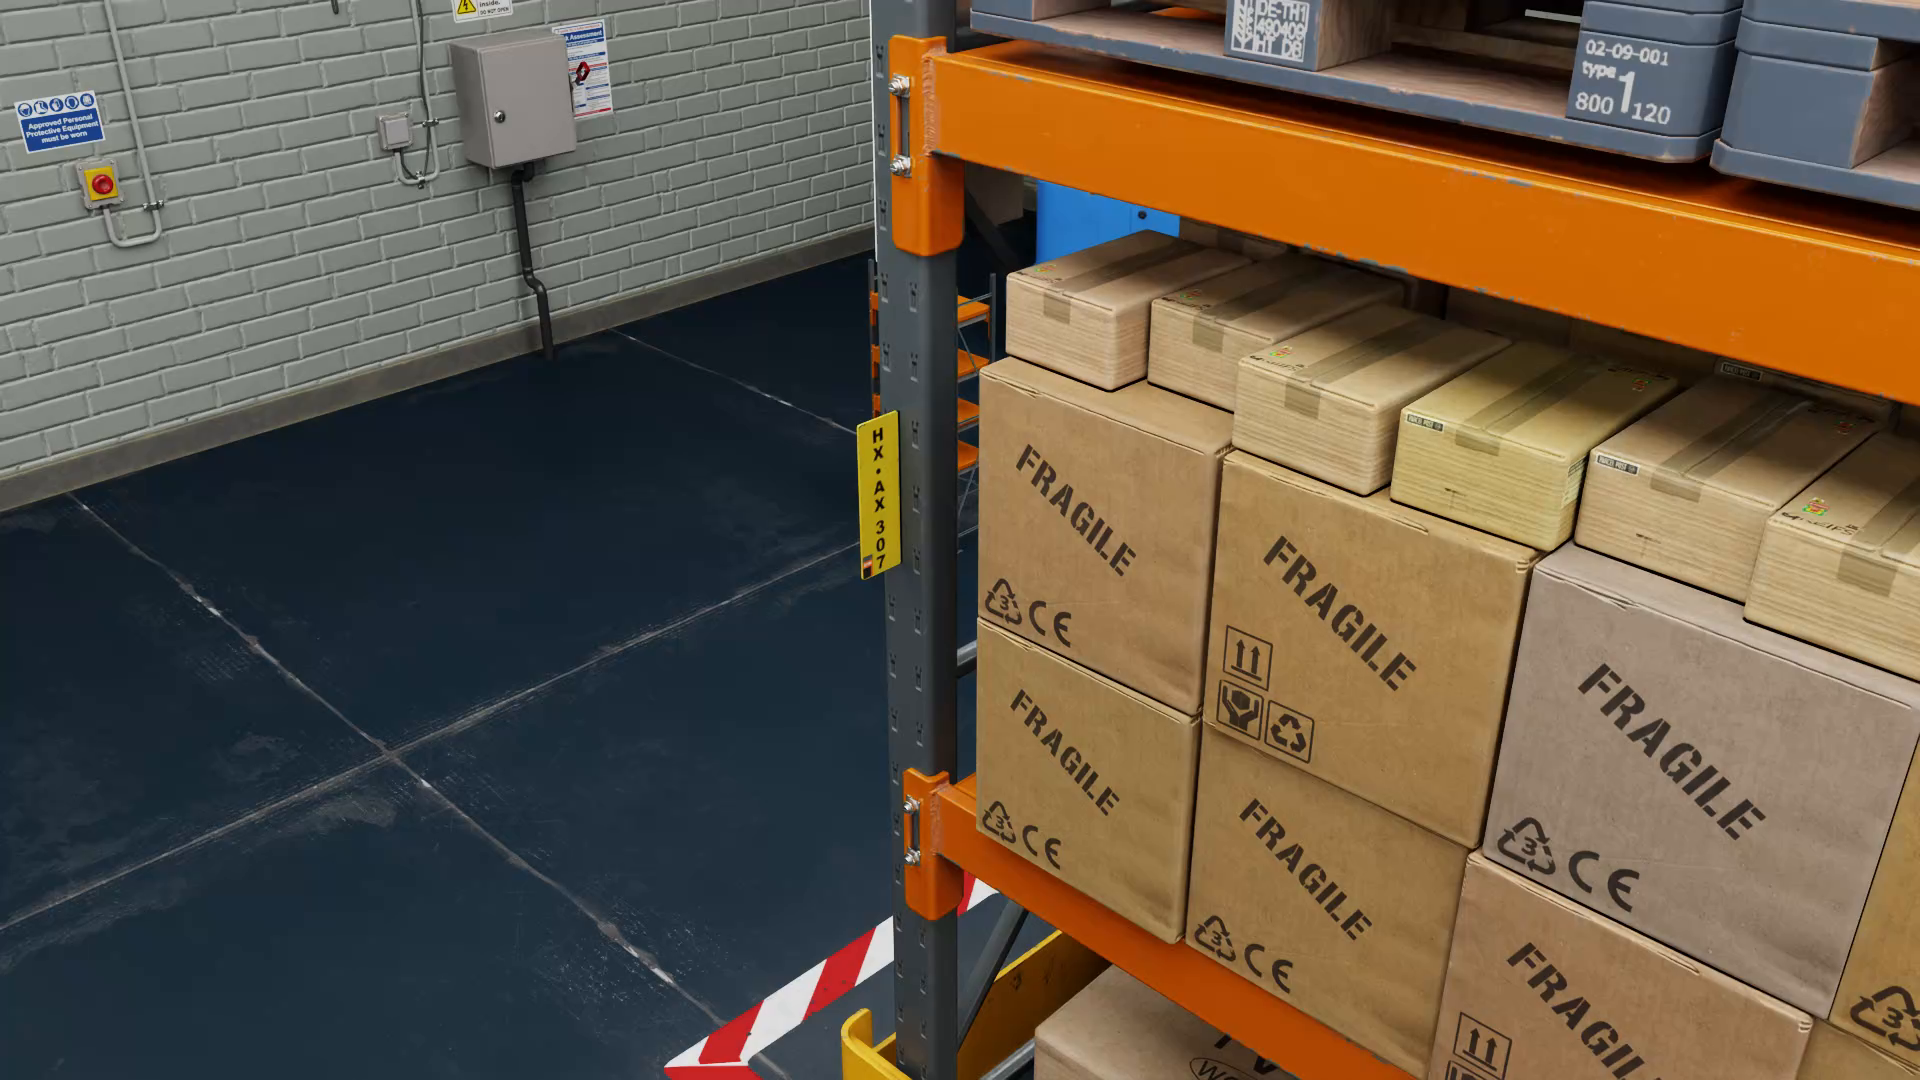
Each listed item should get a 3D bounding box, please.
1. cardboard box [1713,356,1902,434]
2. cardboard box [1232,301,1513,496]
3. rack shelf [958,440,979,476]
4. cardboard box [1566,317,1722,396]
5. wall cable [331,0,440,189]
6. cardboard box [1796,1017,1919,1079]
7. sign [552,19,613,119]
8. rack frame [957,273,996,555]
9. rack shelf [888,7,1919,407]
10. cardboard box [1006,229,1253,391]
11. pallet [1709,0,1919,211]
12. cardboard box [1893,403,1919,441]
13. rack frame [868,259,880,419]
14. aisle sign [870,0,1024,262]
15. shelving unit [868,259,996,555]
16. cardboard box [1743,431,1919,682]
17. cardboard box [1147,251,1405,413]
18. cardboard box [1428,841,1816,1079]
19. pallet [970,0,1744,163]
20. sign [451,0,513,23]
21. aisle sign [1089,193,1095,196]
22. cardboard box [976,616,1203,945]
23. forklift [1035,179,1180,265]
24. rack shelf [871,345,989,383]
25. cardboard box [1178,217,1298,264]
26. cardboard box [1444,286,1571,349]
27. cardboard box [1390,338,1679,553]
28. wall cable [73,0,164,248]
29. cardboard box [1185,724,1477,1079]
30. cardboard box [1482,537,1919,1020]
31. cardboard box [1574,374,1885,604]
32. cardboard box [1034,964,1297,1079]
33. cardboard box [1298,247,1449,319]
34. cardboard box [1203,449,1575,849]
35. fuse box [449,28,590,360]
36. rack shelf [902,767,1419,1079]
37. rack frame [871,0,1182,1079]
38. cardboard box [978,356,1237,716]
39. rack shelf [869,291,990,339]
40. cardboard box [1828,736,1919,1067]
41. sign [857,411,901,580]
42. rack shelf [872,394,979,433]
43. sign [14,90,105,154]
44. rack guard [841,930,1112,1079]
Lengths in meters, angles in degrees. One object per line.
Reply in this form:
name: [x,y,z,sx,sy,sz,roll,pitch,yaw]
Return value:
cardboard box: [1.365,-0.234,2.594,0.250,0.149,0.380,24,36,38]
cardboard box: [0.641,-0.228,2.582,0.380,0.149,0.250,-24,36,-38]
rack shelf: [-0.118,-0.350,7.197,0.480,0.148,0.258,25,36,38]
cardboard box: [1.228,-0.343,2.801,0.380,0.149,0.250,-24,36,-38]
wall cable: [-2.811,-2.603,7.886,0.122,1.984,0.588,25,36,38]
cardboard box: [1.480,0.847,2.310,0.500,0.500,0.500,-24,36,-38]
sign: [-2.022,-2.518,8.917,0.001,0.494,0.329,25,36,38]
rack frame: [0.056,-0.505,6.922,0.015,1.200,0.240,25,36,38]
rack shelf: [1.666,-0.203,1.964,4.000,0.370,1.077,25,36,38]
cardboard box: [0.299,-0.413,2.934,0.380,0.149,0.250,-24,36,-38]
pallet: [1.650,-0.498,1.847,1.213,0.211,1.003,25,36,38]
cardboard box: [1.584,-0.172,2.475,0.380,0.149,0.250,-24,36,-38]
rack frame: [-0.292,-0.665,7.225,0.015,1.200,0.240,25,36,38]
aisle sign: [-0.015,-0.925,2.992,0.004,0.787,0.394,25,36,38]
shelving unit: [-0.118,-0.585,7.073,0.503,1.200,0.258,25,36,38]
cardboard box: [1.214,0.015,2.119,0.380,0.149,0.250,-25,37,-39]
cardboard box: [0.536,-0.351,2.816,0.380,0.149,0.250,-24,36,-38]
cardboard box: [1.111,0.689,2.610,0.500,0.500,0.500,24,36,38]
pallet: [0.776,-0.897,2.604,1.213,0.211,1.003,25,36,38]
sign: [-2.407,-2.743,8.356,0.001,0.242,0.339,25,36,38]
aisle sign: [0.406,-1.124,3.371,0.004,0.787,0.394,25,36,38]
cardboard box: [0.381,0.361,3.233,0.500,0.500,0.500,24,36,38]
forklift: [1.262,-2.831,9.485,1.130,2.935,3.031,7,29,13]
rack shelf: [-0.118,-0.724,7.001,0.480,0.148,0.258,25,36,38]
cardboard box: [0.636,-0.570,3.232,0.380,0.149,0.250,-25,36,-39]
cardboard box: [1.077,-0.439,2.983,0.250,0.149,0.380,24,36,38]
cardboard box: [0.841,-0.148,2.430,0.250,0.149,0.380,23,36,37]
wall cable: [-3.797,-2.142,6.976,0.123,1.953,0.585,25,36,38]
cardboard box: [0.761,0.517,2.937,0.500,0.500,0.500,24,36,38]
cardboard box: [1.128,0.249,2.371,0.500,0.500,0.500,24,36,38]
cardboard box: [1.065,-0.080,2.301,0.380,0.149,0.250,-25,37,-39]
cardboard box: [0.781,1.284,3.888,0.875,0.438,0.875,23,36,37]
cardboard box: [0.834,-0.495,3.090,0.380,0.149,0.250,-25,36,-38]
cardboard box: [0.756,0.084,2.686,0.500,0.500,0.500,23,36,37]
fuse box: [-2.221,-1.758,8.755,0.414,1.711,0.539,25,36,38]
rack shelf: [1.666,1.124,2.662,4.000,0.370,1.077,25,36,38]
rack frame: [0.240,0.153,3.736,0.127,3.000,1.000,25,36,38]
cardboard box: [0.382,-0.082,3.002,0.500,0.500,0.500,24,36,37]
rack shelf: [-0.118,-0.933,6.891,0.480,0.148,0.258,25,36,38]
cardboard box: [1.485,0.412,2.062,0.500,0.500,0.500,25,37,39]
sign: [-0.154,-0.083,3.169,0.005,0.325,0.100,25,36,38]
rack shelf: [-0.118,-0.526,7.105,0.480,0.148,0.258,25,36,38]
sign: [-3.875,-1.802,7.164,0.001,0.218,0.327,25,36,38]
rack guard: [0.223,1.252,4.332,0.348,0.500,1.175,25,36,38]
